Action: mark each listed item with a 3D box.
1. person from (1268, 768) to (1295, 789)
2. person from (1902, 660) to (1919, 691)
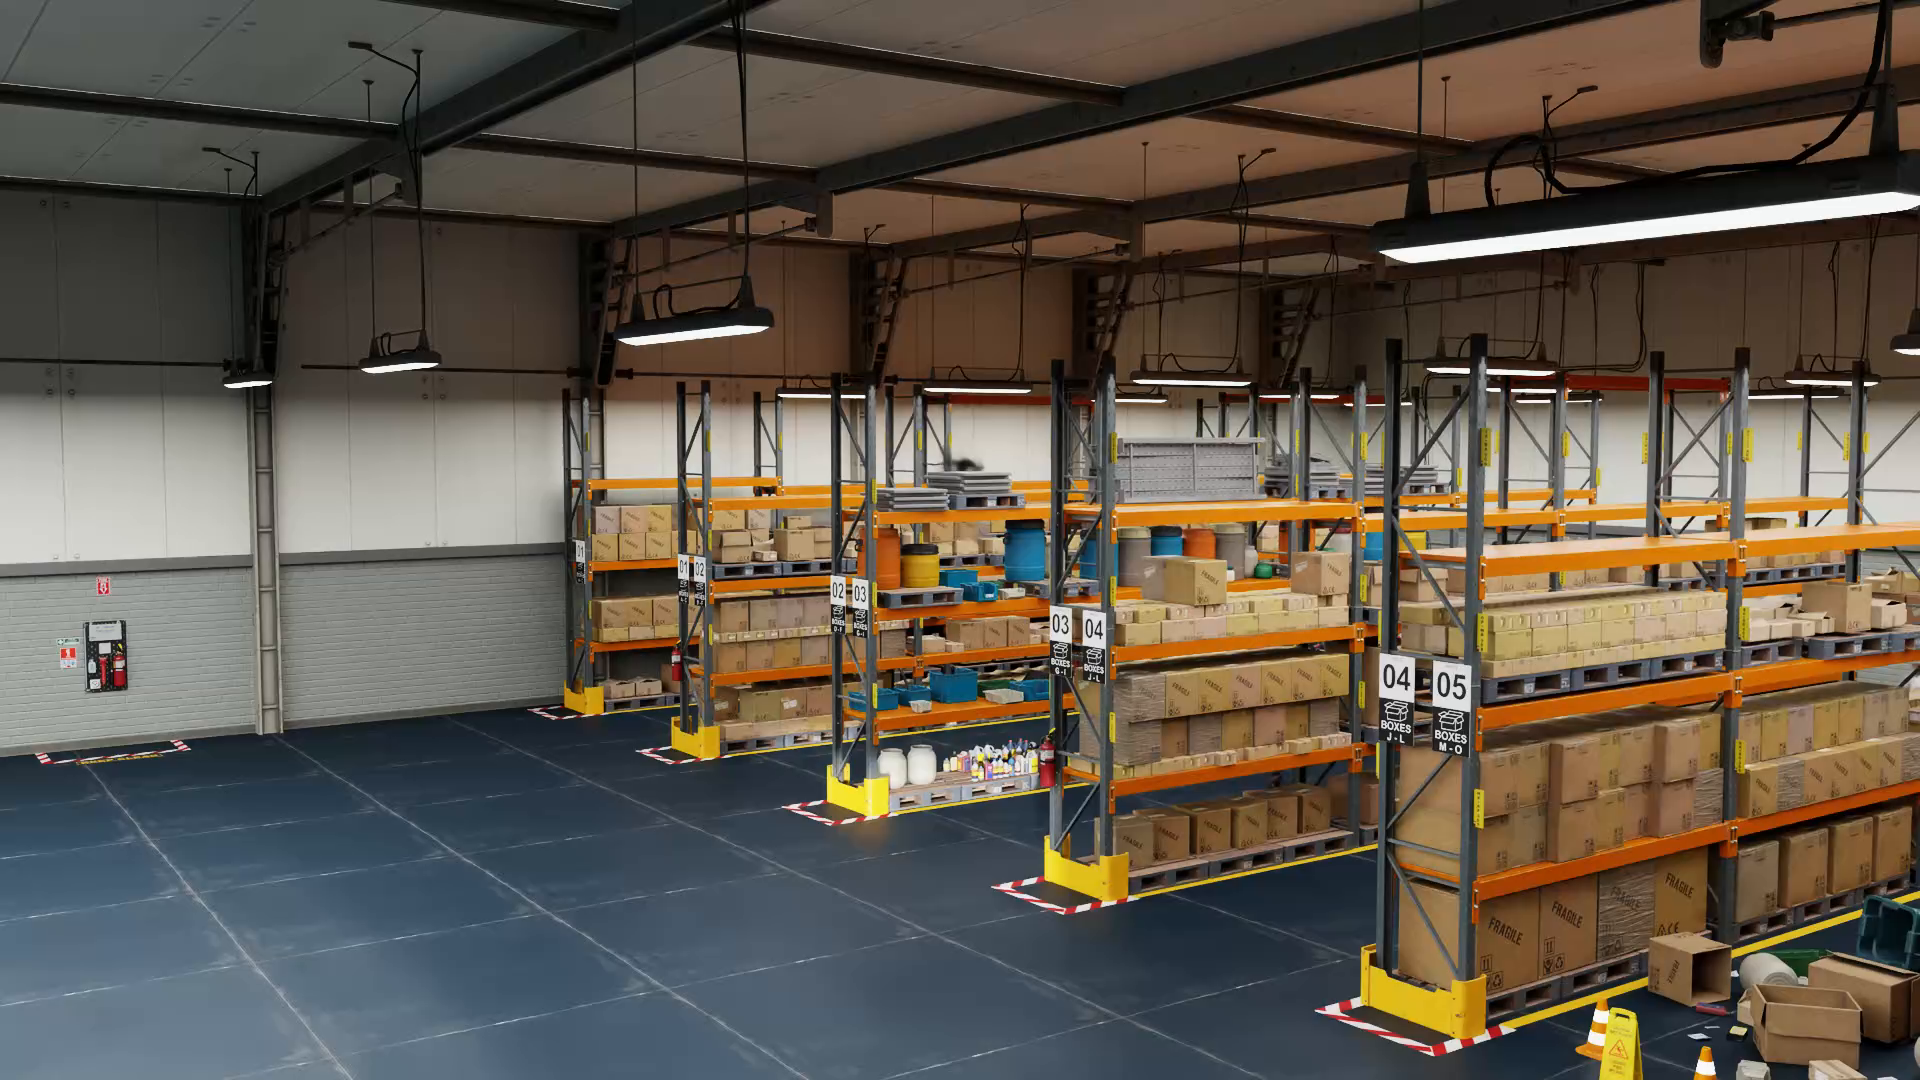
[{"bbox_3d":[4.721,2.773,24.075,0.700,1.784,0.648,-3,5,-42],"label":"person"},{"bbox_3d":[15.246,2.668,26.277,0.714,1.657,0.901,2,4,32],"label":"person"}]
